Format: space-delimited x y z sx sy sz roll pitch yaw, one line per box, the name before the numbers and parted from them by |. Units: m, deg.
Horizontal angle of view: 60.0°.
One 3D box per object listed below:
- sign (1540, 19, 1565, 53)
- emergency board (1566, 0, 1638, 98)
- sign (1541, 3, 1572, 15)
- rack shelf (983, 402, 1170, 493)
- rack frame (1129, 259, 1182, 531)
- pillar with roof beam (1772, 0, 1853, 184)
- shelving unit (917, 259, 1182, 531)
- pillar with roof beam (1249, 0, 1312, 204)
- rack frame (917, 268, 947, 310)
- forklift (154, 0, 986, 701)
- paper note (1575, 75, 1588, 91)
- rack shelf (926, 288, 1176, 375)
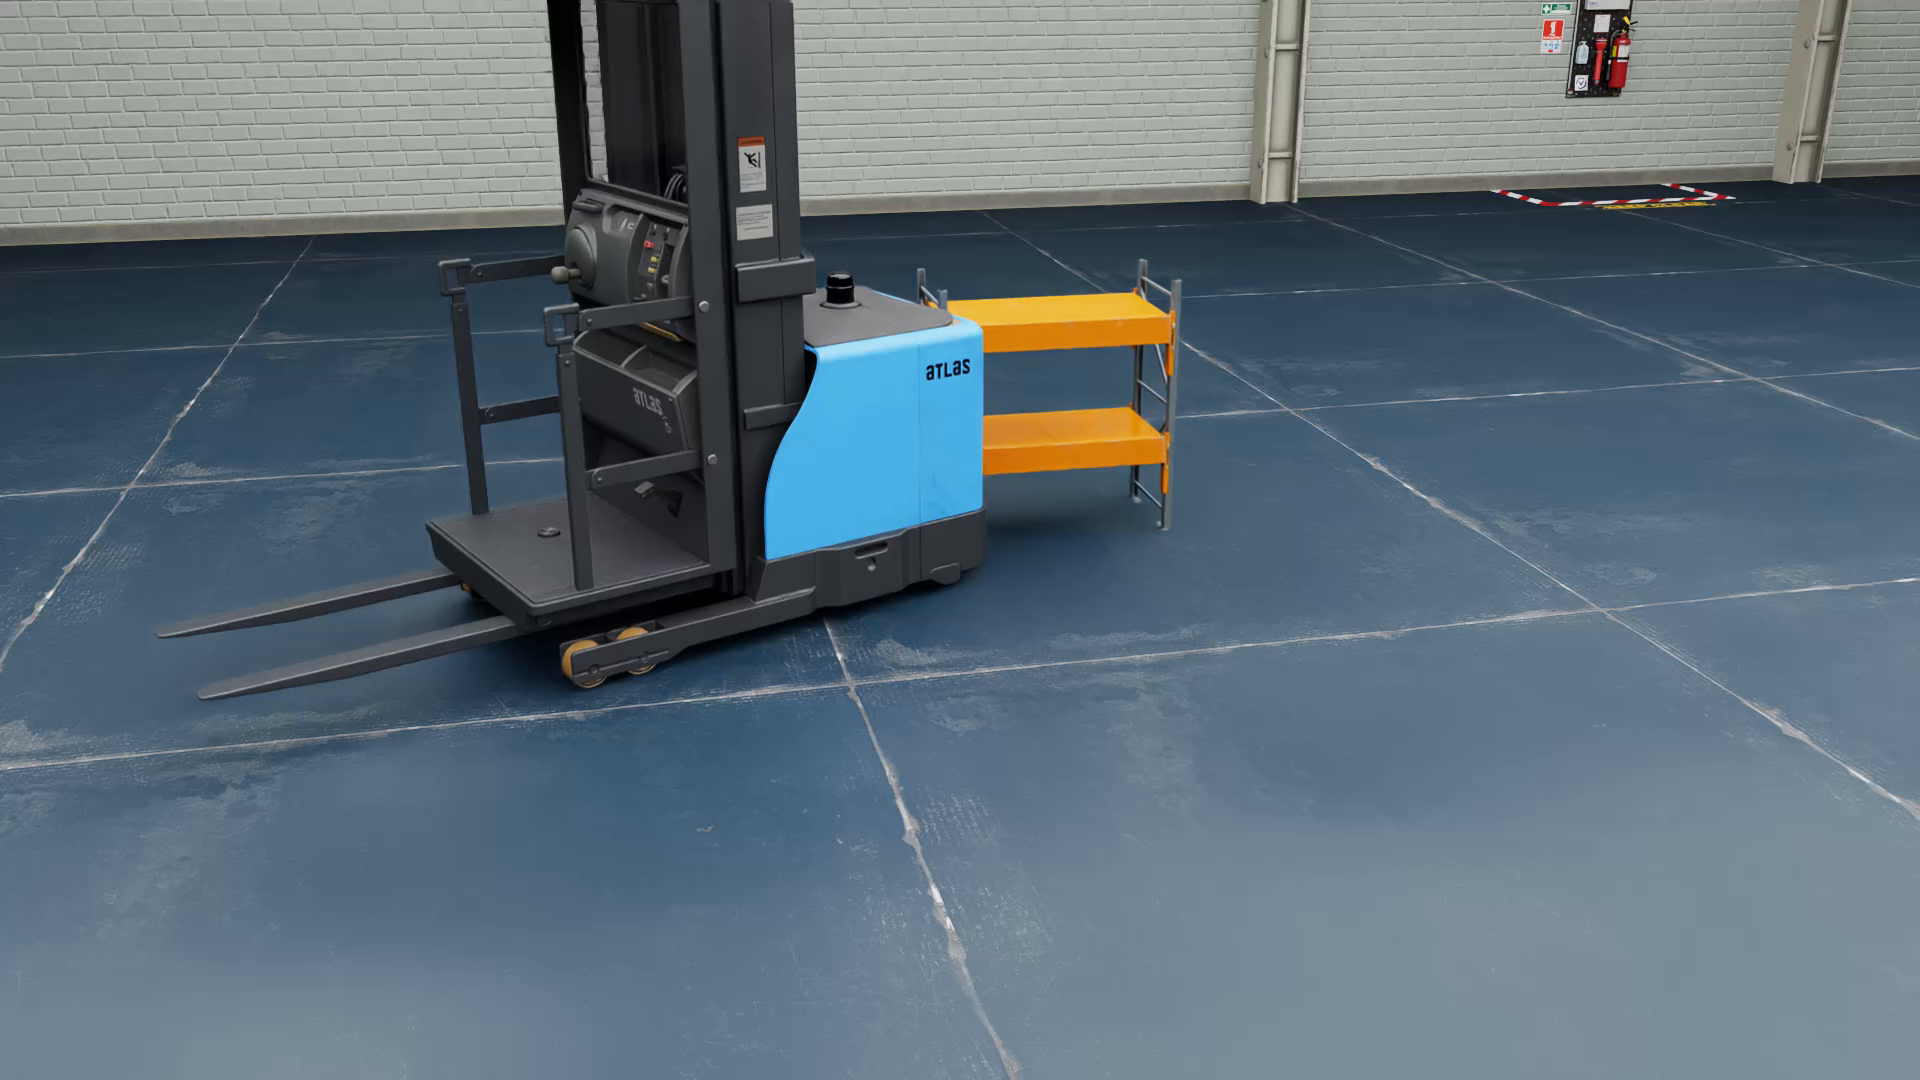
sign | 5.971 -5.078 16.765 0.234 0.329 0.001 -5 21 -12
emergency board | 6.533 -5.071 16.796 0.643 1.169 0.194 -5 21 -12
sign | 5.978 -5.324 16.666 0.331 0.109 0.001 -5 21 -12
rack shelf | 0.375 -0.387 7.446 1.000 0.278 0.538 -4 21 -12
rack frame | 0.871 -0.654 7.466 0.032 1.125 0.500 -4 21 -12
pillar with roof beam | 9.937 -6.629 12.329 0.400 9.000 9.100 -5 21 -12
shelving unit | 0.375 -0.617 7.362 1.048 1.125 0.538 -4 21 -12
pillar with roof beam | 4.098 -6.154 11.033 0.400 9.000 9.100 -5 21 -12
rack frame | -0.121 -0.579 7.259 0.032 1.125 0.500 -4 21 -12
forklift | -1.385 -1.059 5.944 3.031 2.935 1.130 -14 24 -33
paper note | 6.345 -4.666 16.972 0.142 0.148 0.016 -5 21 -12
rack shelf | 0.375 -0.891 7.262 1.000 0.278 0.538 -4 21 -12
